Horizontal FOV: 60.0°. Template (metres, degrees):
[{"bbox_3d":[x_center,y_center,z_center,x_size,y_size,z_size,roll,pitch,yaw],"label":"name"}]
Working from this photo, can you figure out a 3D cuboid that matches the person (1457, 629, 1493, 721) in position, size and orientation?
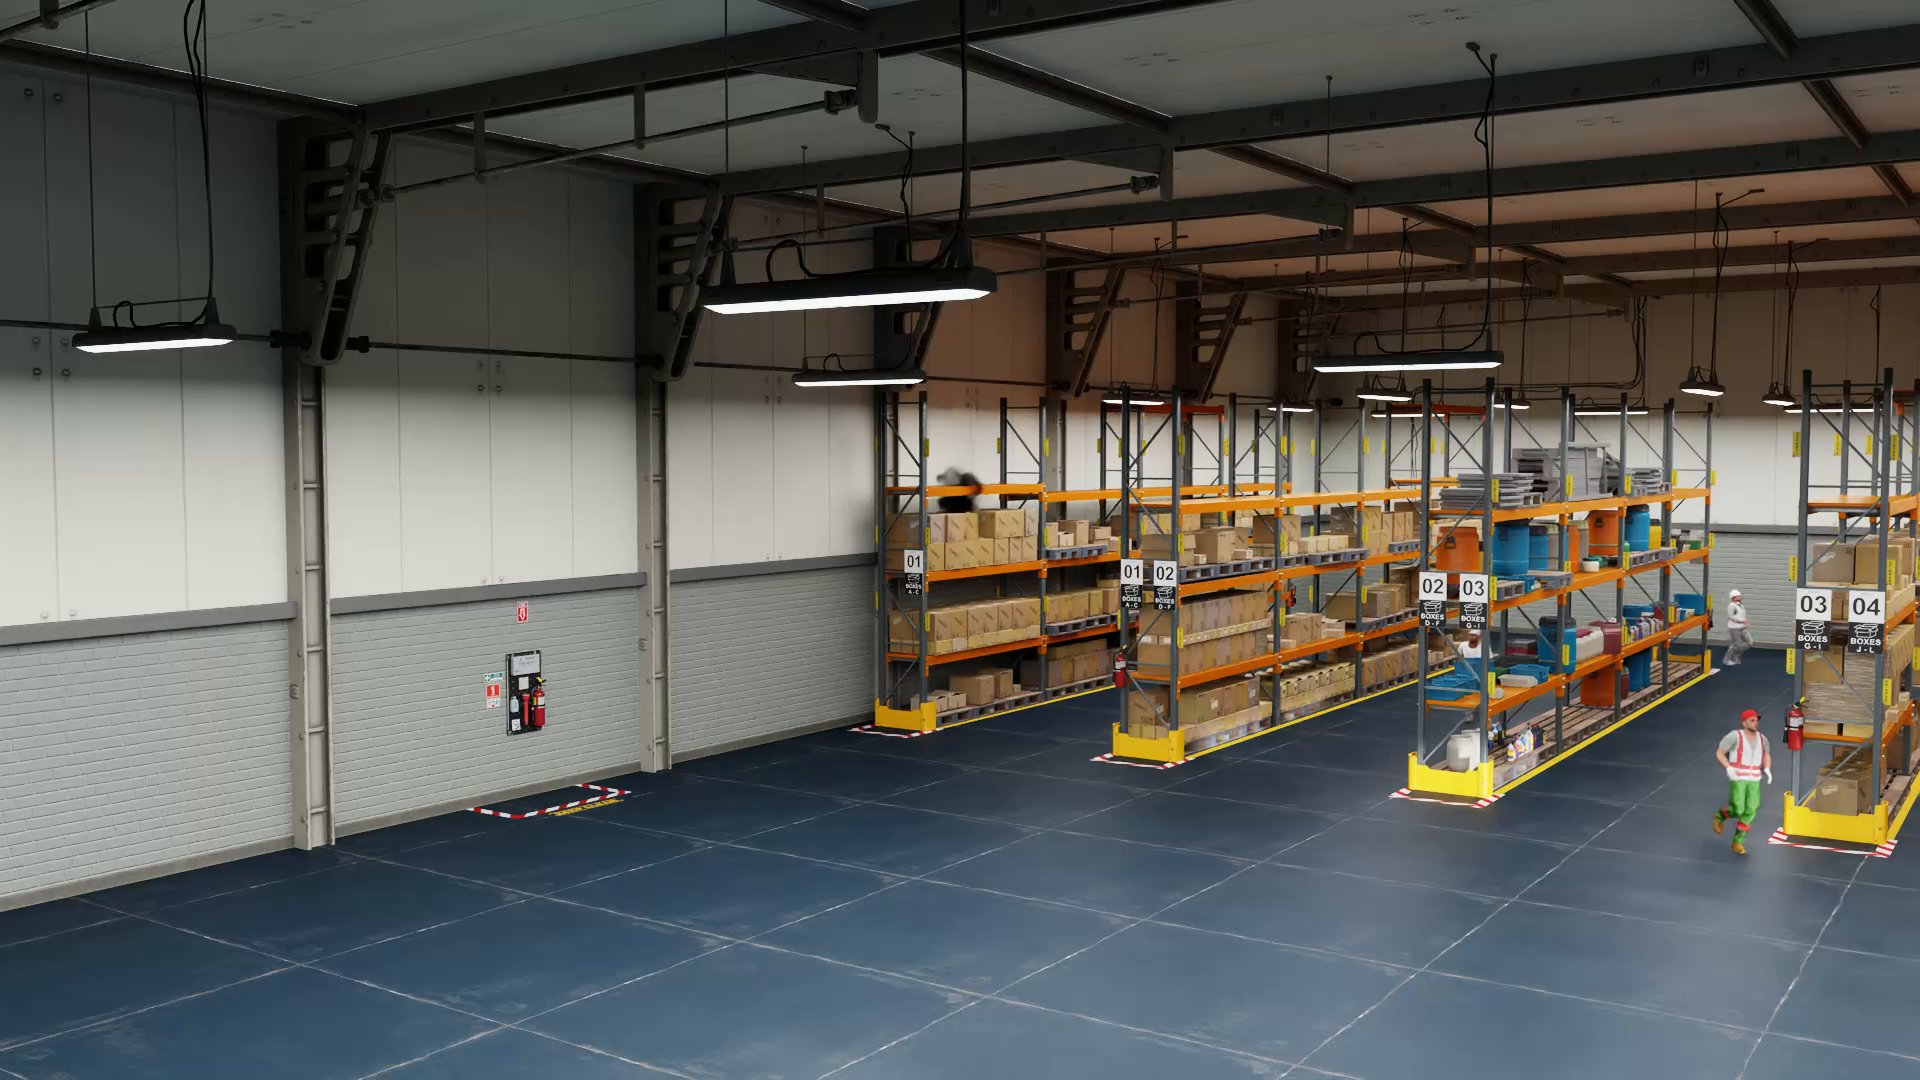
[{"bbox_3d":[9.342,2.457,30.316,0.703,1.718,0.571,2,4,34],"label":"person"}]

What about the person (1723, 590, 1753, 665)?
[{"bbox_3d":[17.860,2.010,38.168,0.669,1.734,0.618,-3,4,-42],"label":"person"}]

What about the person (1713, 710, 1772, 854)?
[{"bbox_3d":[9.824,2.991,20.809,0.695,1.759,0.708,0,3,-5],"label":"person"}]
